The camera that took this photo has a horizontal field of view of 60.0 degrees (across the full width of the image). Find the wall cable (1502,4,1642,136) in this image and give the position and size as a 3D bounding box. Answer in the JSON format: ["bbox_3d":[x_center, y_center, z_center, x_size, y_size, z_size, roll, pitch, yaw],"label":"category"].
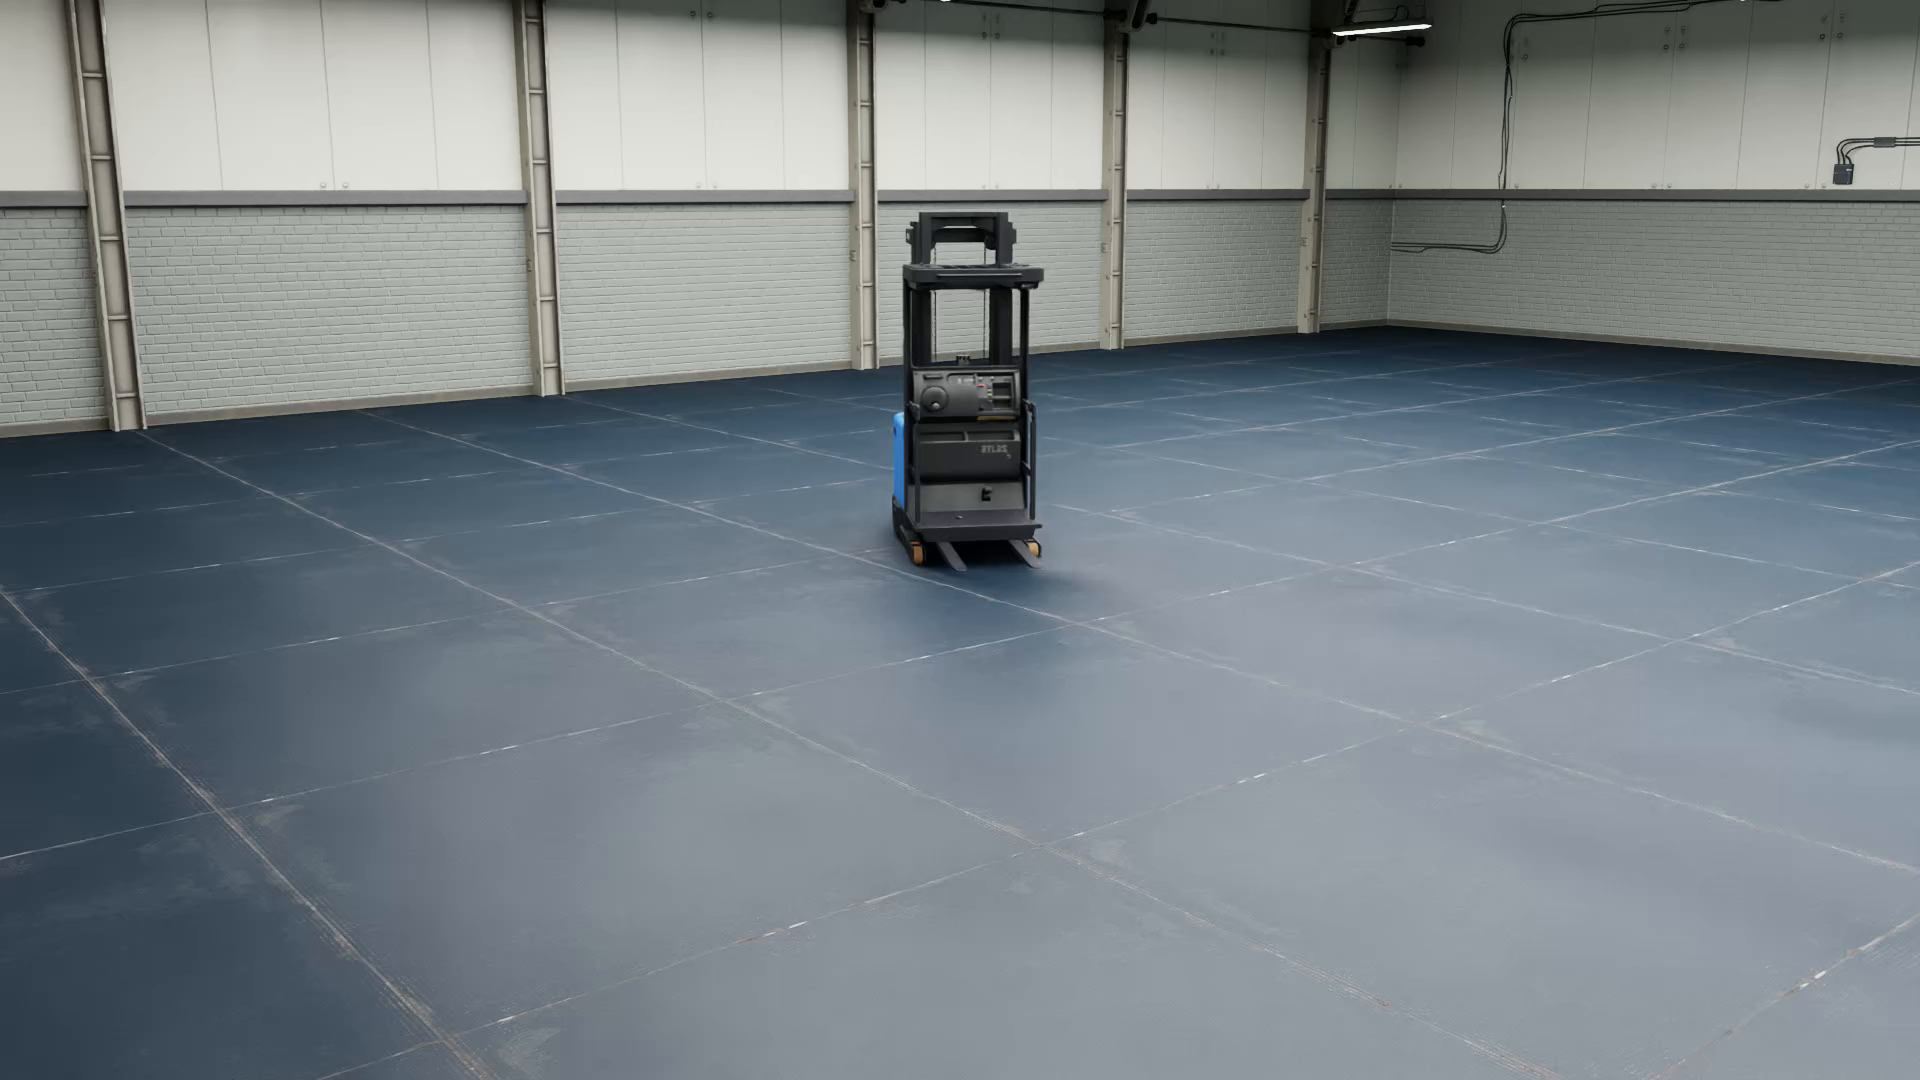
[{"bbox_3d":[12.510,-9.675,34.342,0.112,2.526,3.097,-9,15,-38],"label":"wall cable"}]

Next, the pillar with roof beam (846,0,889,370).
[{"bbox_3d":[1.013,-6.739,25.199,0.548,9.000,9.100,-9,15,-38],"label":"pillar with roof beam"}]

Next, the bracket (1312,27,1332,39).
[{"bbox_3d":[7.591,-10.643,34.922,0.430,0.232,0.235,-9,15,-38],"label":"bracket"}]

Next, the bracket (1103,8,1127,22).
[{"bbox_3d":[2.906,-9.865,31.255,0.430,0.232,0.235,-9,15,-38],"label":"bracket"}]

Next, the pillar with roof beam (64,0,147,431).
[{"bbox_3d":[-8.358,-5.182,17.866,0.400,9.000,9.100,-9,15,-38],"label":"pillar with roof beam"}]

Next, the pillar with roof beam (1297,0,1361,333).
[{"bbox_3d":[10.383,-8.296,32.532,0.548,9.000,9.100,-9,15,-38],"label":"pillar with roof beam"}]

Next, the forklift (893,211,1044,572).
[{"bbox_3d":[0.092,-1.297,14.180,1.130,2.935,3.031,-2,12,-8],"label":"forklift"}]

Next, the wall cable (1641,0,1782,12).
[{"bbox_3d":[14.443,-11.398,31.506,0.112,2.526,3.097,-9,15,-38],"label":"wall cable"}]

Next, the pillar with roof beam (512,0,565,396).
[{"bbox_3d":[-3.672,-5.960,21.533,0.400,9.000,9.100,-9,15,-38],"label":"pillar with roof beam"}]

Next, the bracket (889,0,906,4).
[{"bbox_3d":[-1.131,-9.194,28.096,0.430,0.232,0.235,-9,15,-38],"label":"bracket"}]

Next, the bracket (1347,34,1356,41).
[{"bbox_3d":[8.239,-10.751,35.429,0.430,0.232,0.235,-9,15,-38],"label":"bracket"}]

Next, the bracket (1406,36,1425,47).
[{"bbox_3d":[10.090,-11.059,36.877,0.430,0.232,0.235,-9,15,-38],"label":"bracket"}]

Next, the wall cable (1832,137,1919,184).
[{"bbox_3d":[16.738,-9.284,28.997,0.169,6.003,2.305,-9,15,-38],"label":"wall cable"}]

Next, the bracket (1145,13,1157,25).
[{"bbox_3d":[3.554,-9.973,31.763,0.430,0.232,0.235,-9,15,-38],"label":"bracket"}]

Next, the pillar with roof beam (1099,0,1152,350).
[{"bbox_3d":[5.698,-7.517,28.866,0.548,9.000,9.100,-9,15,-38],"label":"pillar with roof beam"}]

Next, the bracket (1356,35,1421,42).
[{"bbox_3d":[9.629,-10.982,36.517,3.189,0.066,0.076,-9,15,-38],"label":"bracket"}]

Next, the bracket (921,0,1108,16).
[{"bbox_3d":[0.894,-9.531,29.681,4.783,0.066,0.076,-9,15,-38],"label":"bracket"}]

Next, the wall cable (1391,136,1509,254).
[{"bbox_3d":[10.820,-7.643,36.933,0.112,2.526,3.097,-9,15,-38],"label":"wall cable"}]

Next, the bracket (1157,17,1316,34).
[{"bbox_3d":[5.579,-10.309,33.348,4.783,0.066,0.076,-9,15,-38],"label":"bracket"}]

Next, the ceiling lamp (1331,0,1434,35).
[{"bbox_3d":[7.643,-10.578,29.225,0.800,3.185,2.000,-9,15,-38],"label":"ceiling lamp"}]
